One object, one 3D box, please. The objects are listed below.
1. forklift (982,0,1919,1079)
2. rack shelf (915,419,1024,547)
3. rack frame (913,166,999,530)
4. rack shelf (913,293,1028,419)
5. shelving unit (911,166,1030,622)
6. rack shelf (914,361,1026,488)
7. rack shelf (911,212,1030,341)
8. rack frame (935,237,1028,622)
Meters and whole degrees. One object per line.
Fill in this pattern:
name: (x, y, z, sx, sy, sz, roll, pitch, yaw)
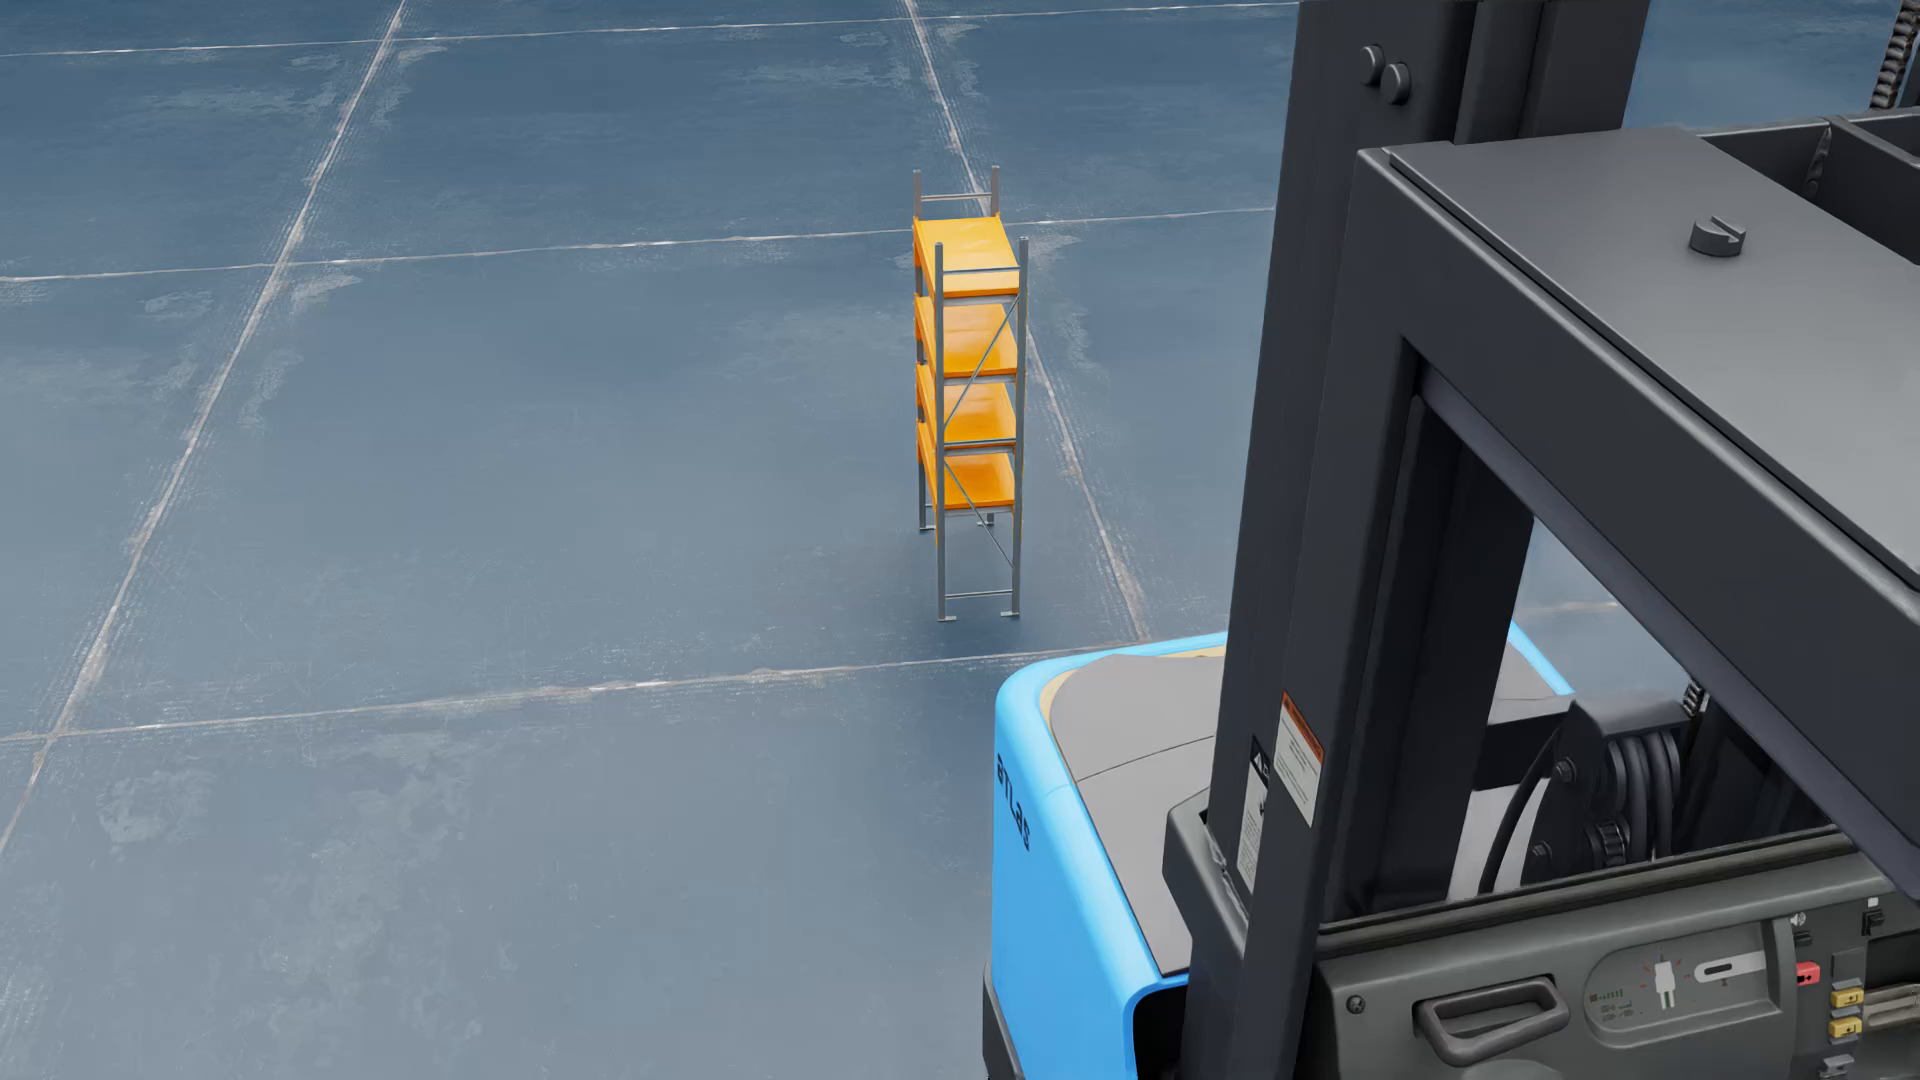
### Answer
forklift: (0.901, 0.643, 1.704, 1.130, 2.935, 3.031, -8, 35, -12)
rack shelf: (0.022, -0.184, 4.926, 0.258, 0.148, 0.480, -4, 35, -6)
rack frame: (-0.011, -0.540, 4.976, 0.240, 1.200, 0.015, -4, 35, -6)
rack shelf: (0.022, -0.533, 4.688, 0.258, 0.148, 0.480, -4, 35, -6)
shelving unit: (0.022, -0.403, 4.777, 0.258, 1.200, 0.503, -4, 35, -6)
rack shelf: (0.022, -0.348, 4.814, 0.258, 0.148, 0.480, -4, 35, -6)
rack shelf: (0.022, -0.728, 4.555, 0.258, 0.148, 0.480, -4, 35, -6)
rack frame: (0.055, -0.267, 4.577, 0.240, 1.200, 0.015, -4, 35, -6)
